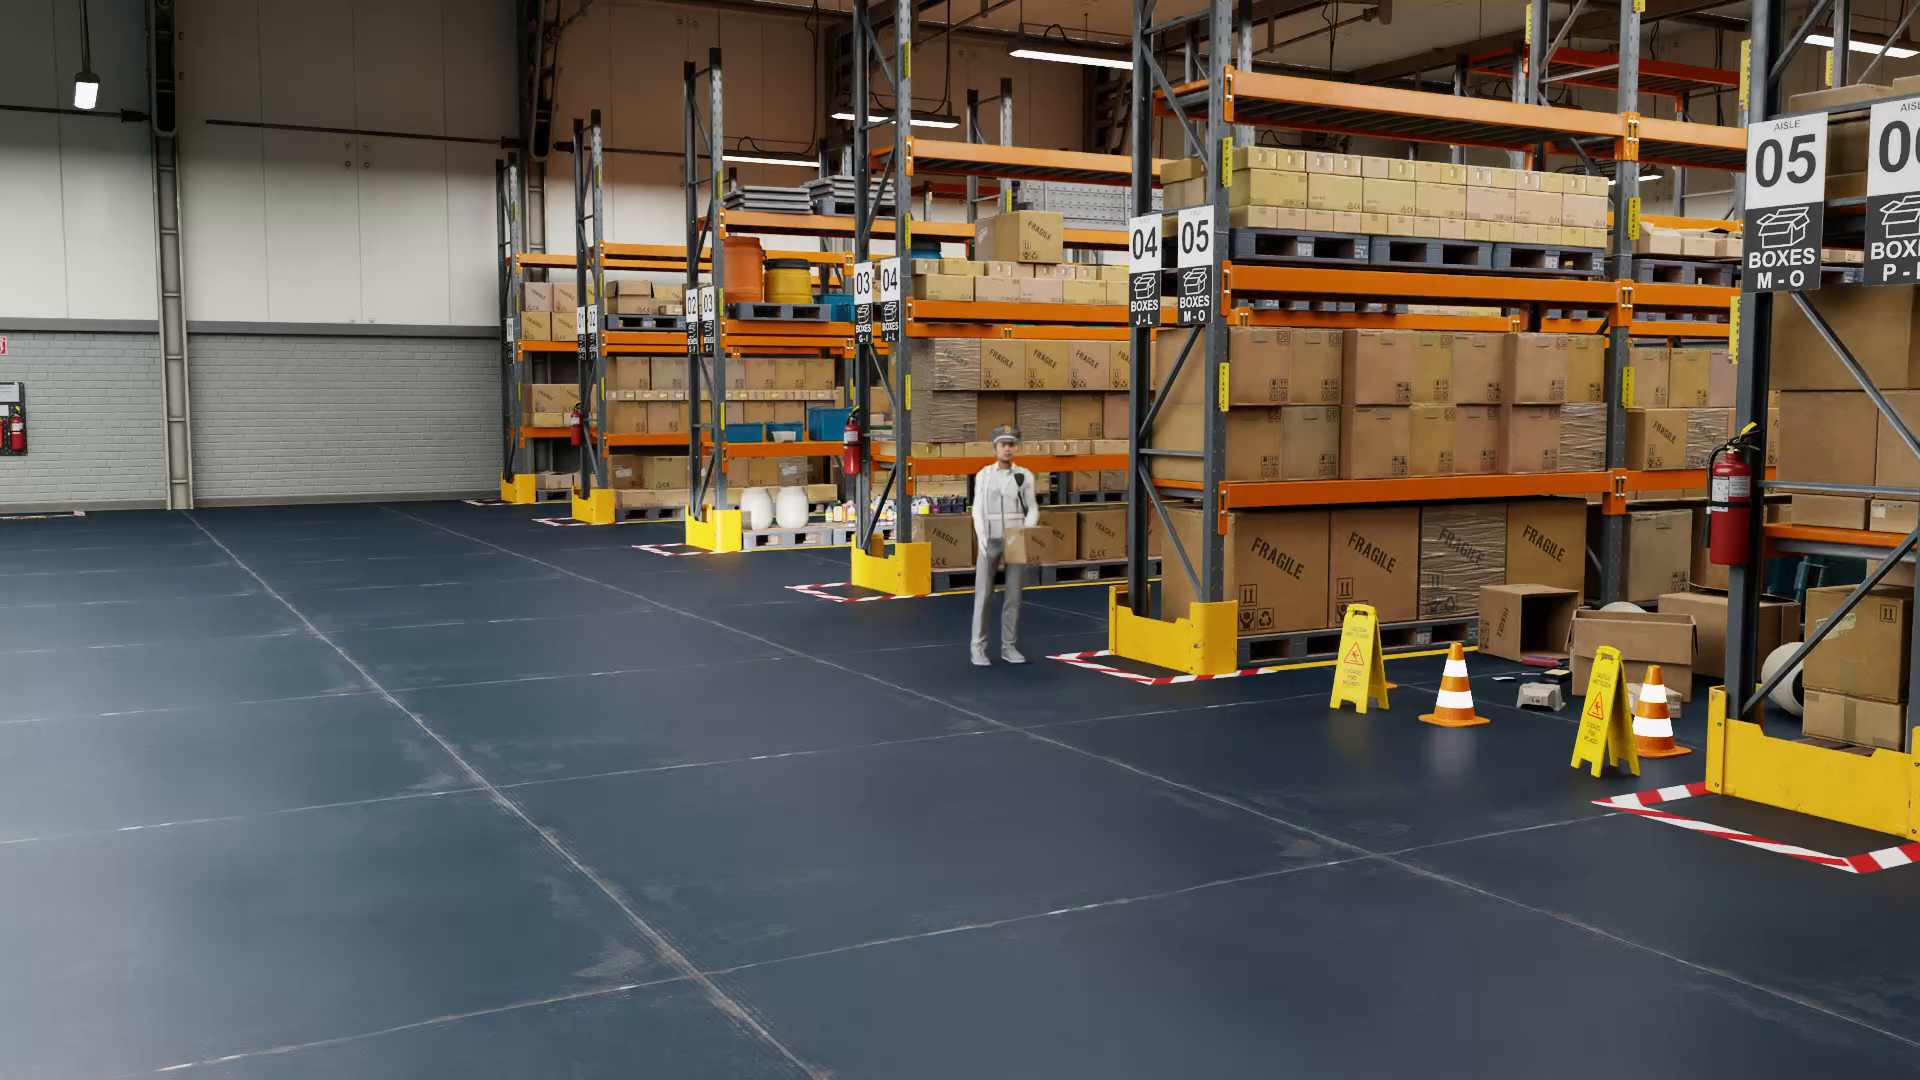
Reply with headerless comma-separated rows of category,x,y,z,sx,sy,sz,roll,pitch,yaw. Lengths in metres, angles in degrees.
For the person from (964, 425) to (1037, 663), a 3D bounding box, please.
person,0.306,0.028,11.878,0.499,1.695,0.536,3,6,31
